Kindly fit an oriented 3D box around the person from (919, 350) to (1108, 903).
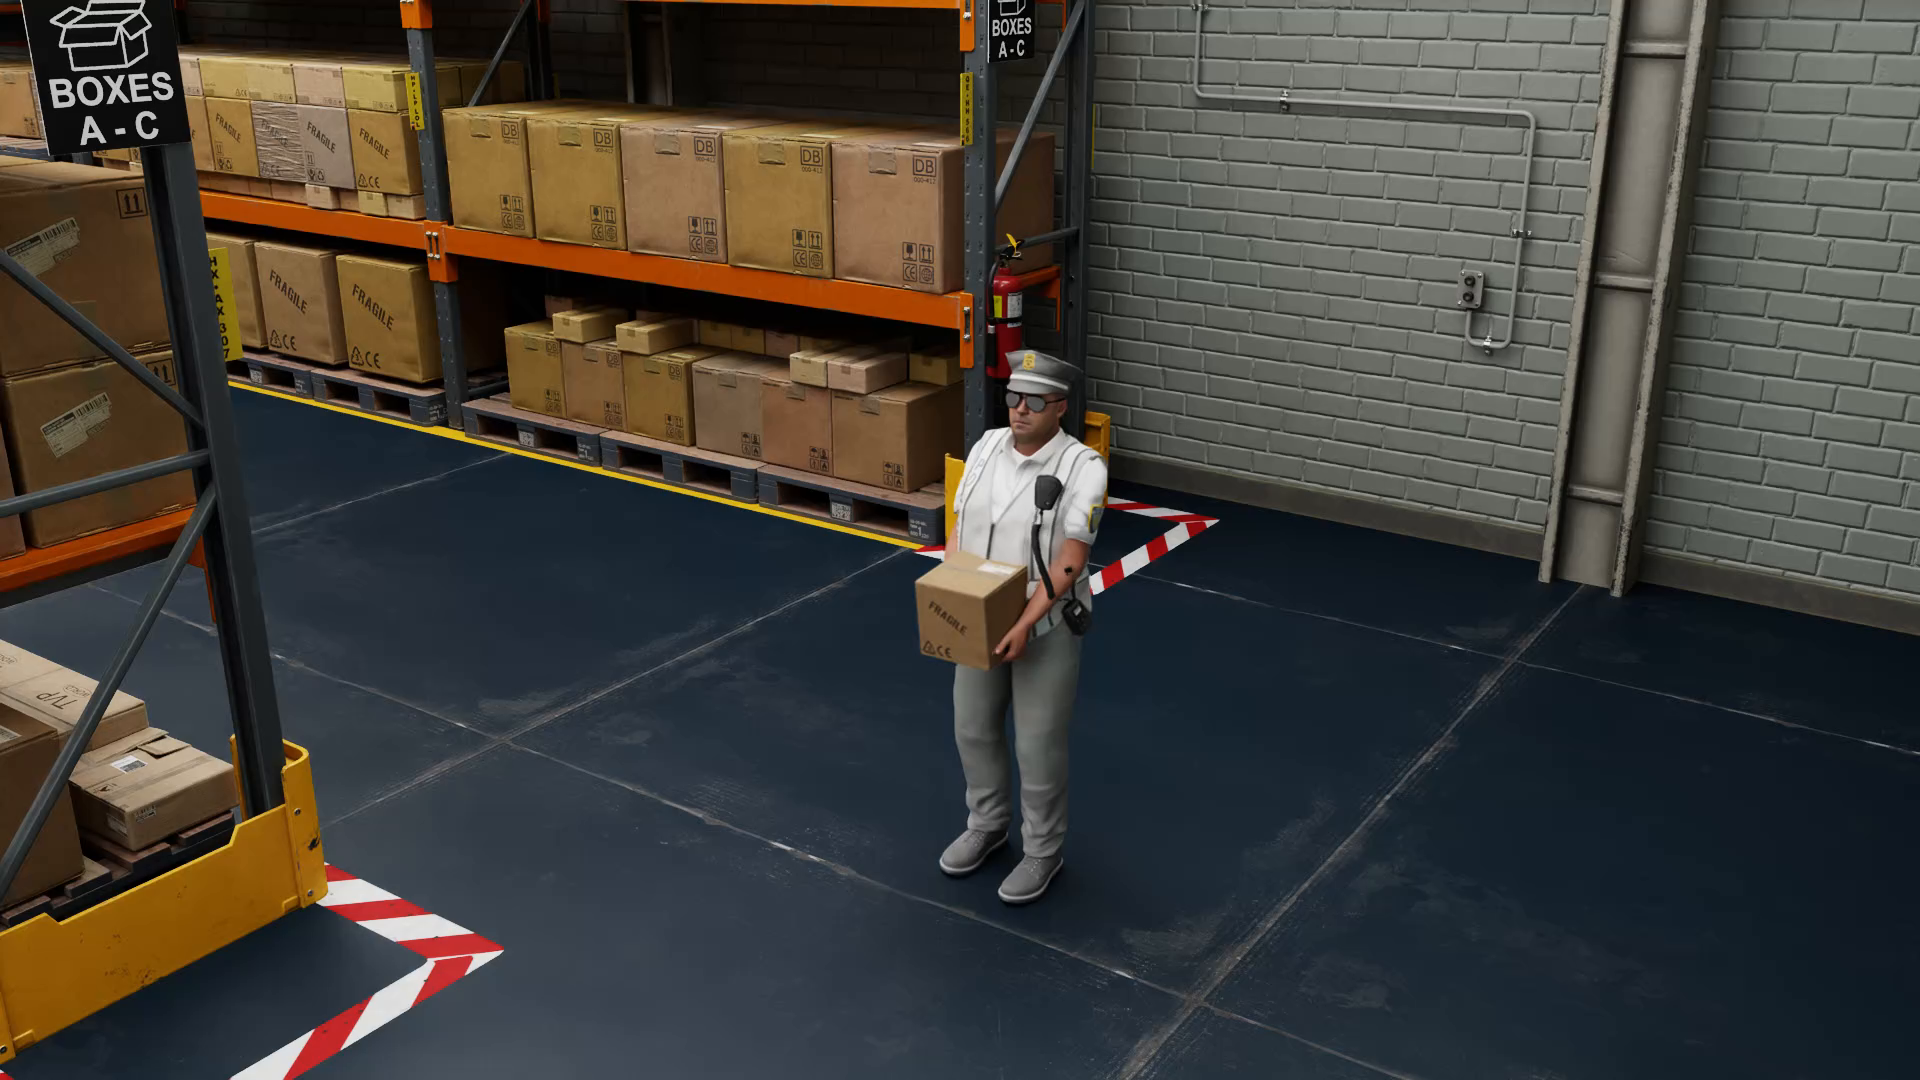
[{"bbox_3d":[0.160,0.281,5.246,0.504,1.767,0.562,13,23,32],"label":"person"}]
